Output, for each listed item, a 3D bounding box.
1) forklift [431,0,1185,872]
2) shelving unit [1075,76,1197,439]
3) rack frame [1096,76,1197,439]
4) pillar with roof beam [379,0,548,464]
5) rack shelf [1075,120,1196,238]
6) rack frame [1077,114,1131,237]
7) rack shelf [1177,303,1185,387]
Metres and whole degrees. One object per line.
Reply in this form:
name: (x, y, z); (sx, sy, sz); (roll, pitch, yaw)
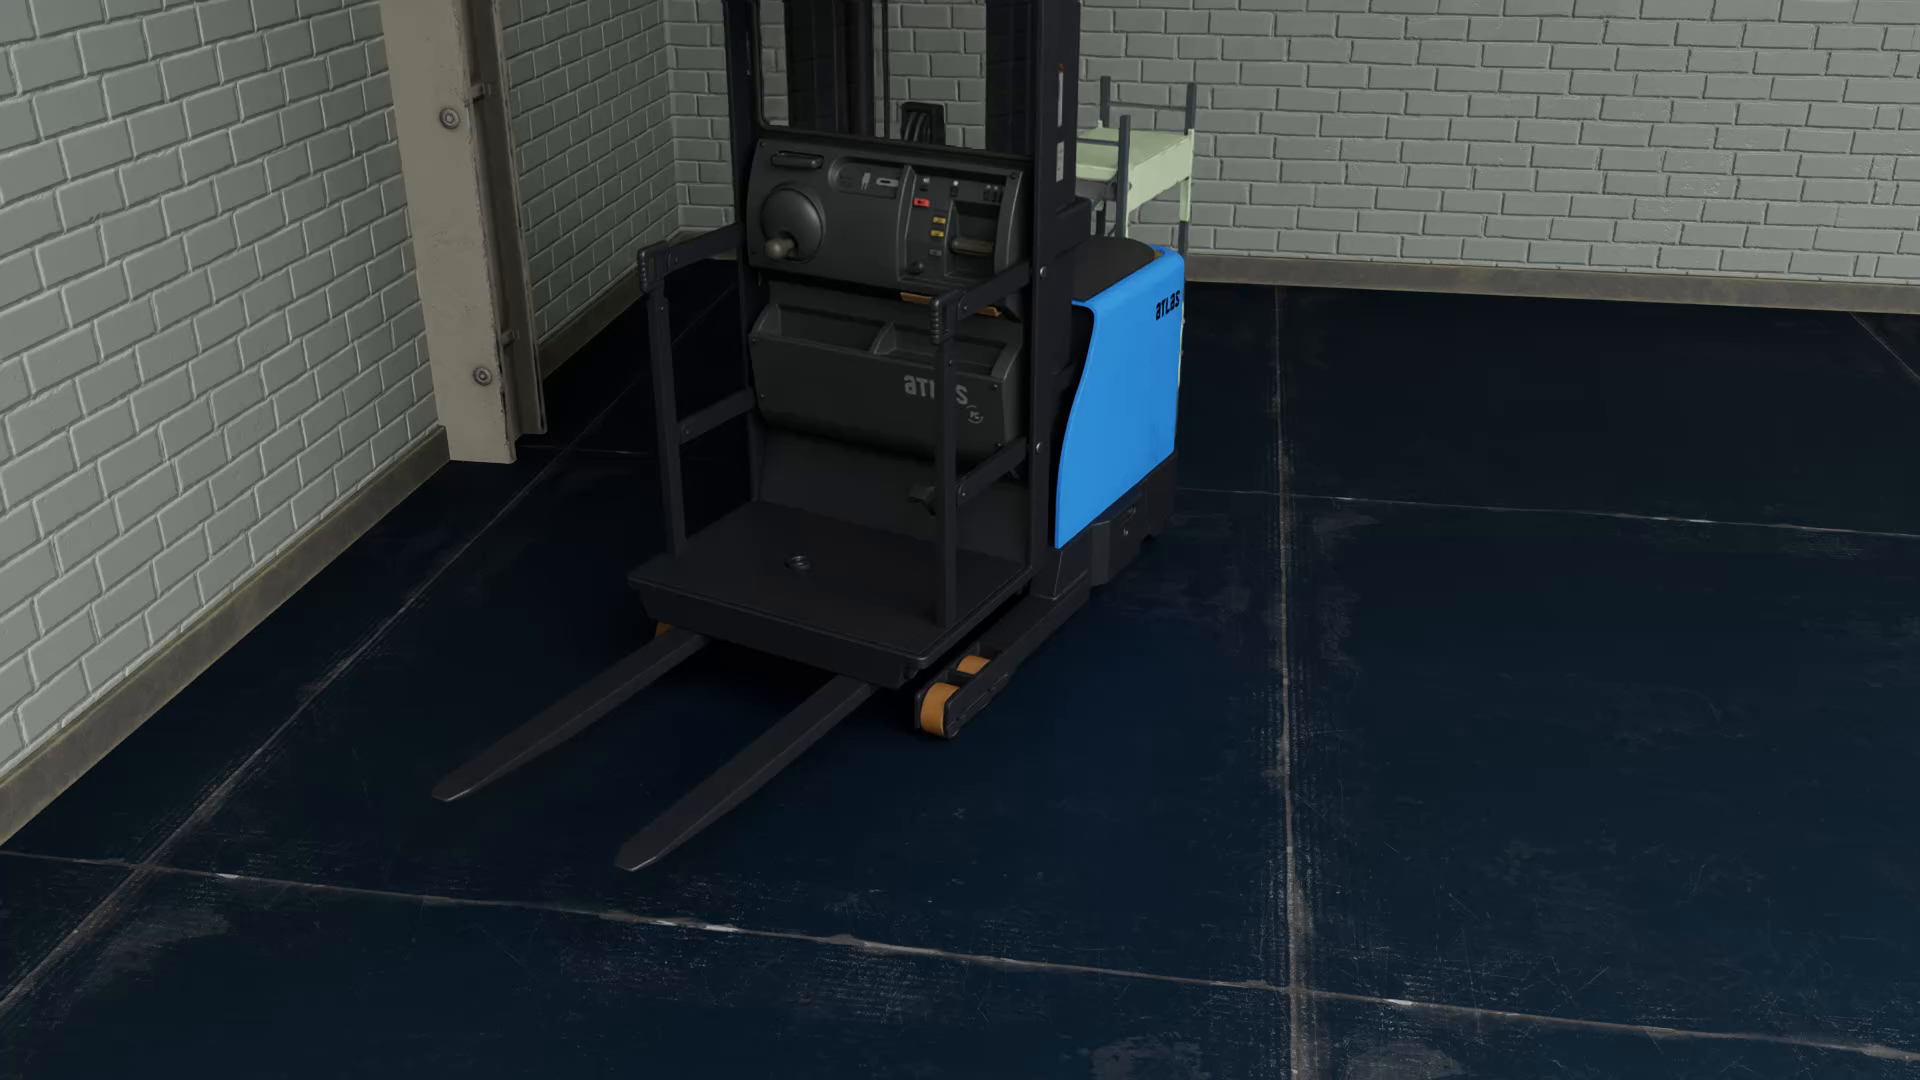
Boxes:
forklift: (-0.343, -0.954, 4.831); (1.130, 2.935, 3.031); (13, 28, 26)
shelving unit: (0.591, -1.019, 6.657); (0.431, 1.500, 0.755); (12, 28, 24)
rack frame: (0.753, -1.158, 6.955); (0.400, 1.500, 0.023); (12, 28, 24)
pillar with roof beam: (2.259, -4.189, 4.584); (9.100, 9.000, 0.400); (4, 25, 9)
rack shelf: (0.591, -1.372, 6.492); (0.431, 0.370, 0.720); (12, 28, 24)
rack frame: (0.429, -0.880, 6.360); (0.400, 1.500, 0.023); (12, 28, 24)
rack shelf: (0.591, -0.723, 6.796); (0.431, 0.370, 0.720); (12, 28, 24)
